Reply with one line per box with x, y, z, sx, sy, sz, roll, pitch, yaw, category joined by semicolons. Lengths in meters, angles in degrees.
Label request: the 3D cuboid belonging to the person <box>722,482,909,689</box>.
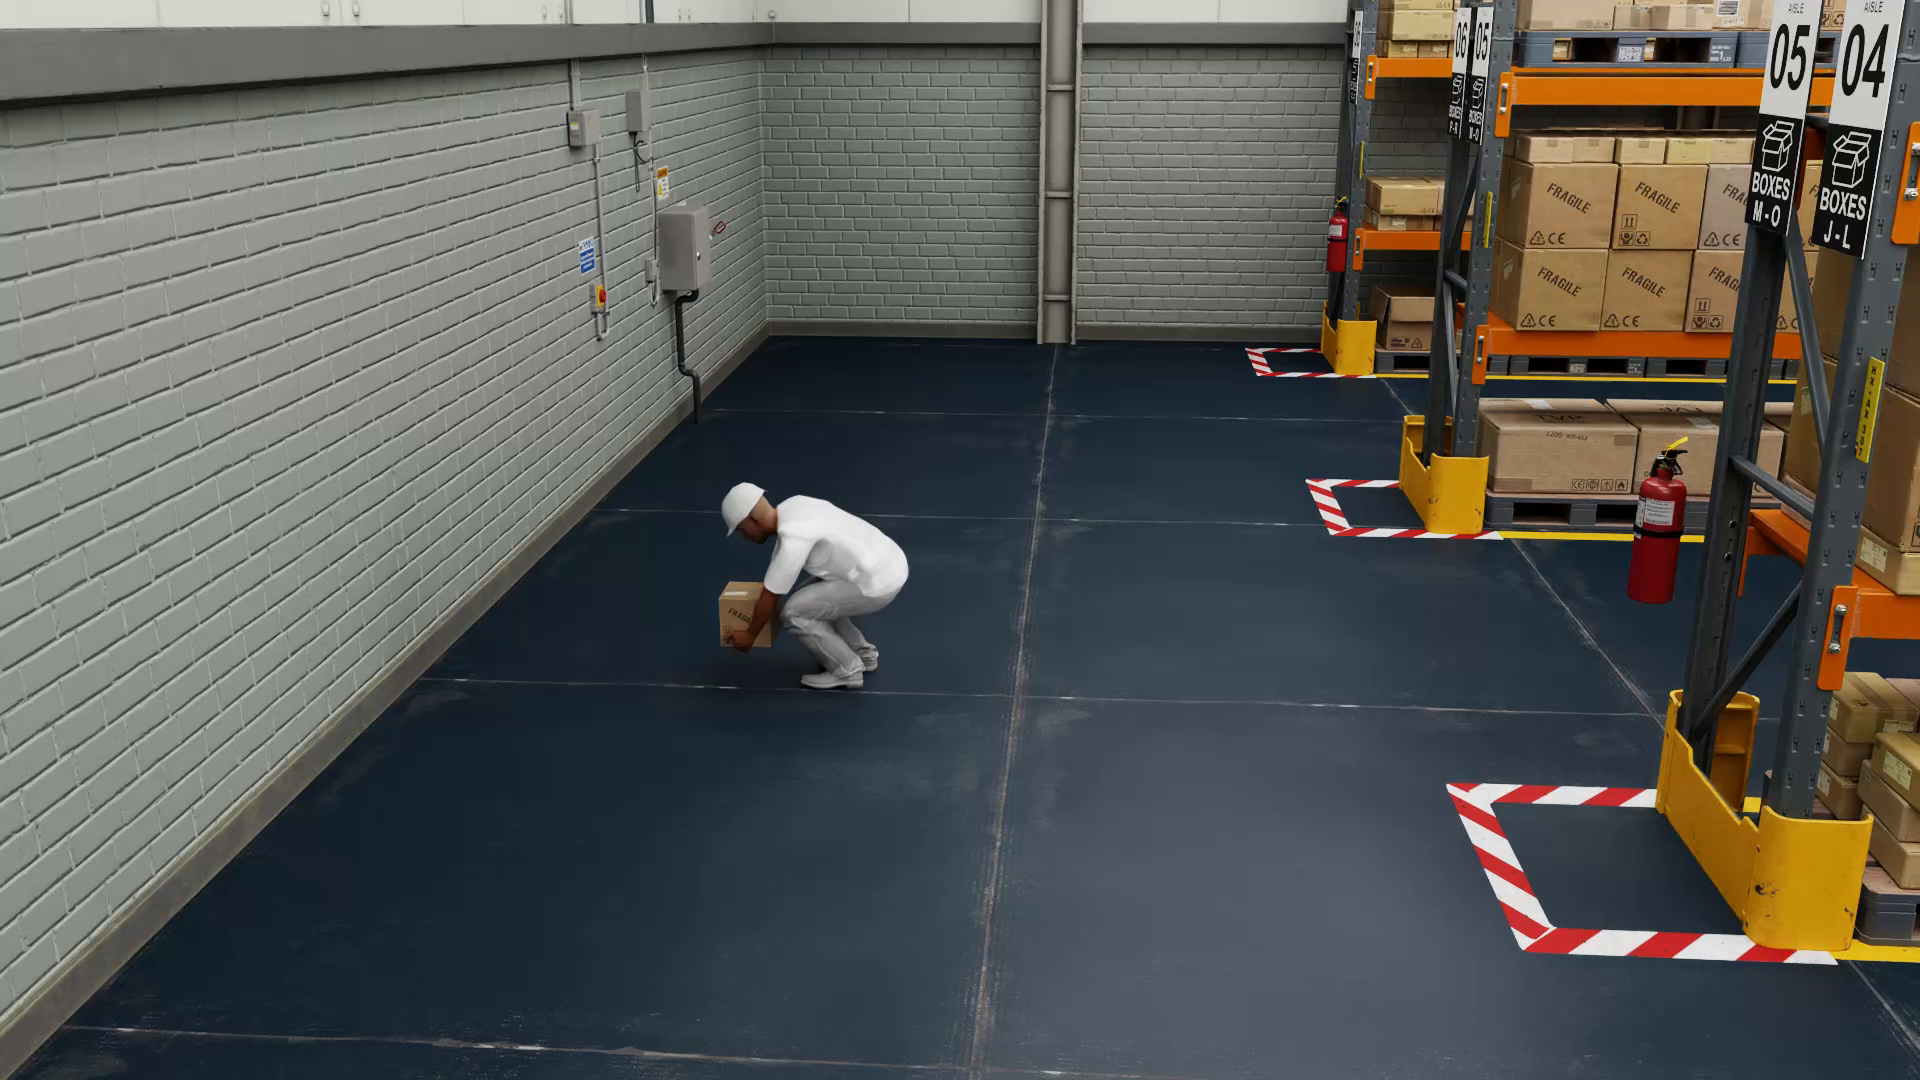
-0.705;0.212;8.105;0.902;1.013;0.537;1;17;3;person
